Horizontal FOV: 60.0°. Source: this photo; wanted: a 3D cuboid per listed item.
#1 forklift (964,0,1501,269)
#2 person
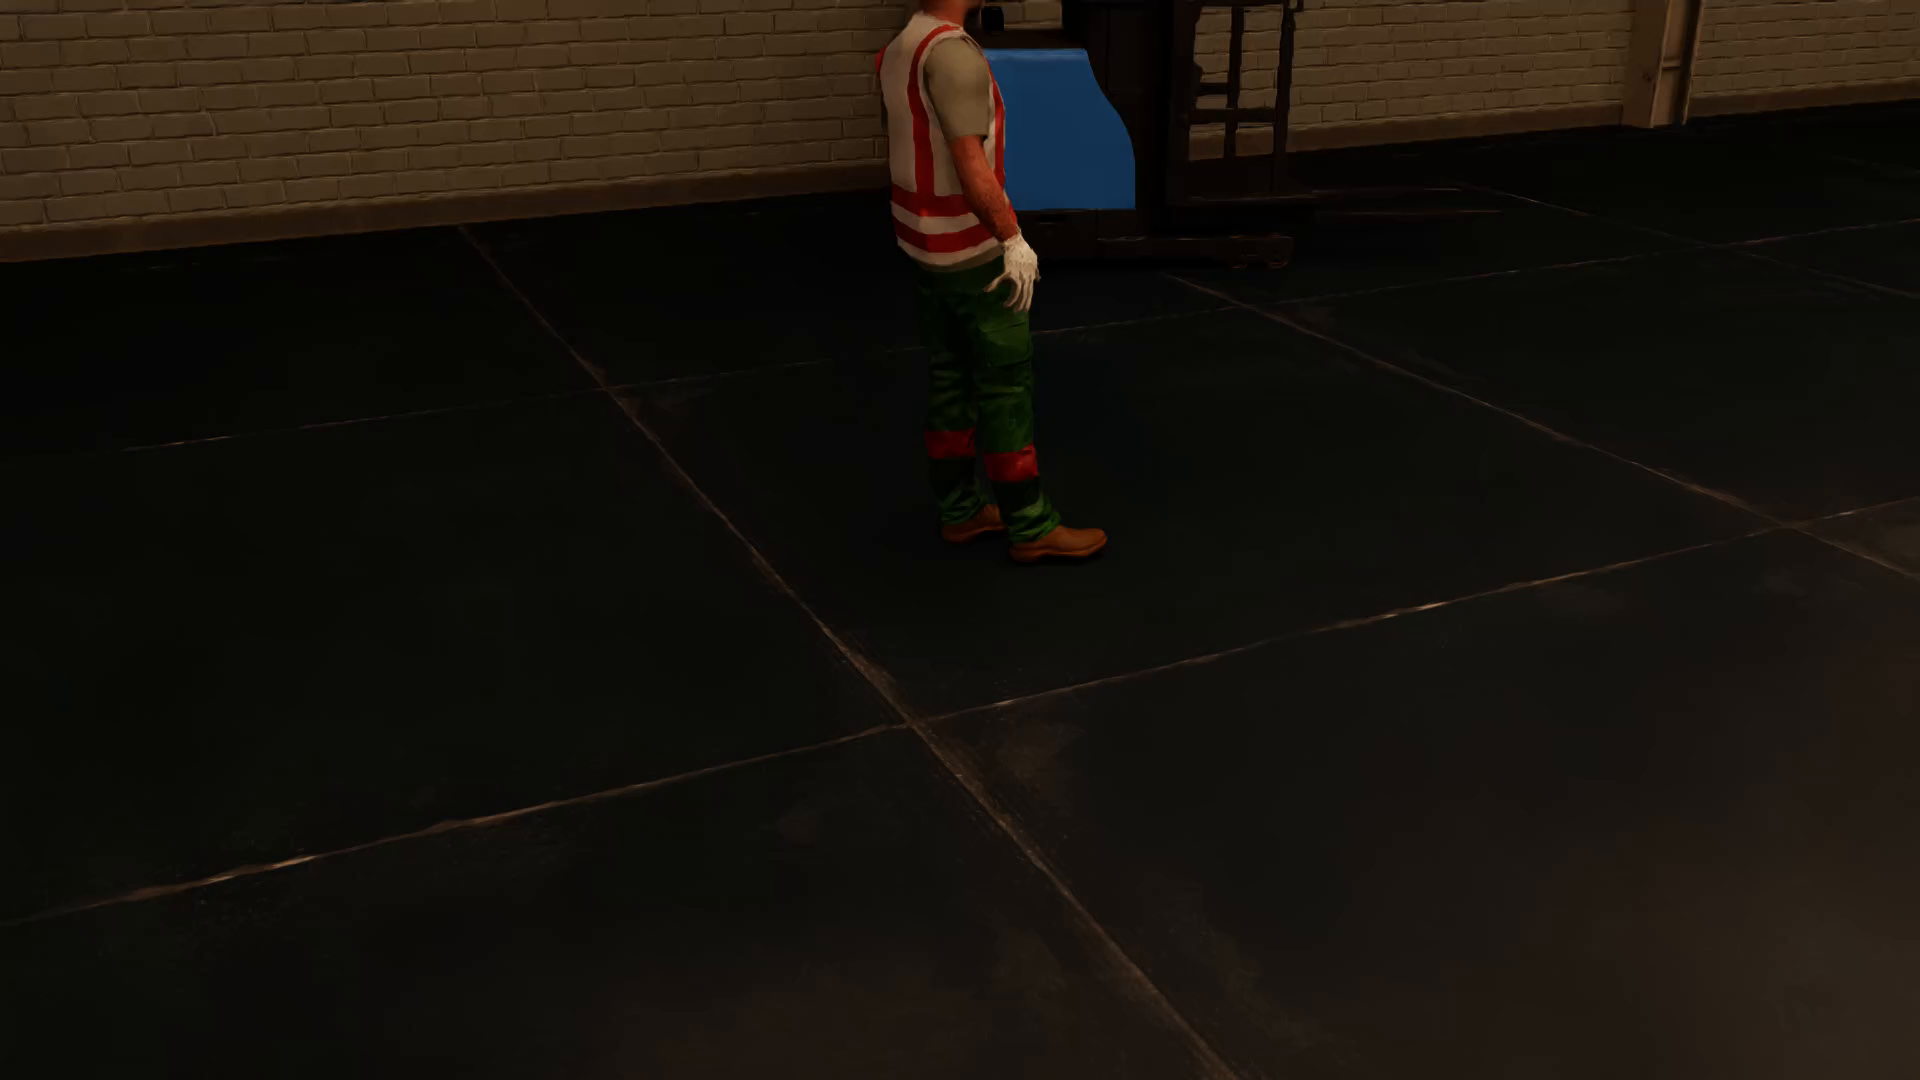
[{"bbox_3d":[1.274,-2.928,8.335,3.031,2.935,1.130,-2,23,-5],"label":"forklift"},{"bbox_3d":[0.078,-0.842,4.783,0.563,1.787,0.637,-10,25,-23],"label":"person"}]
